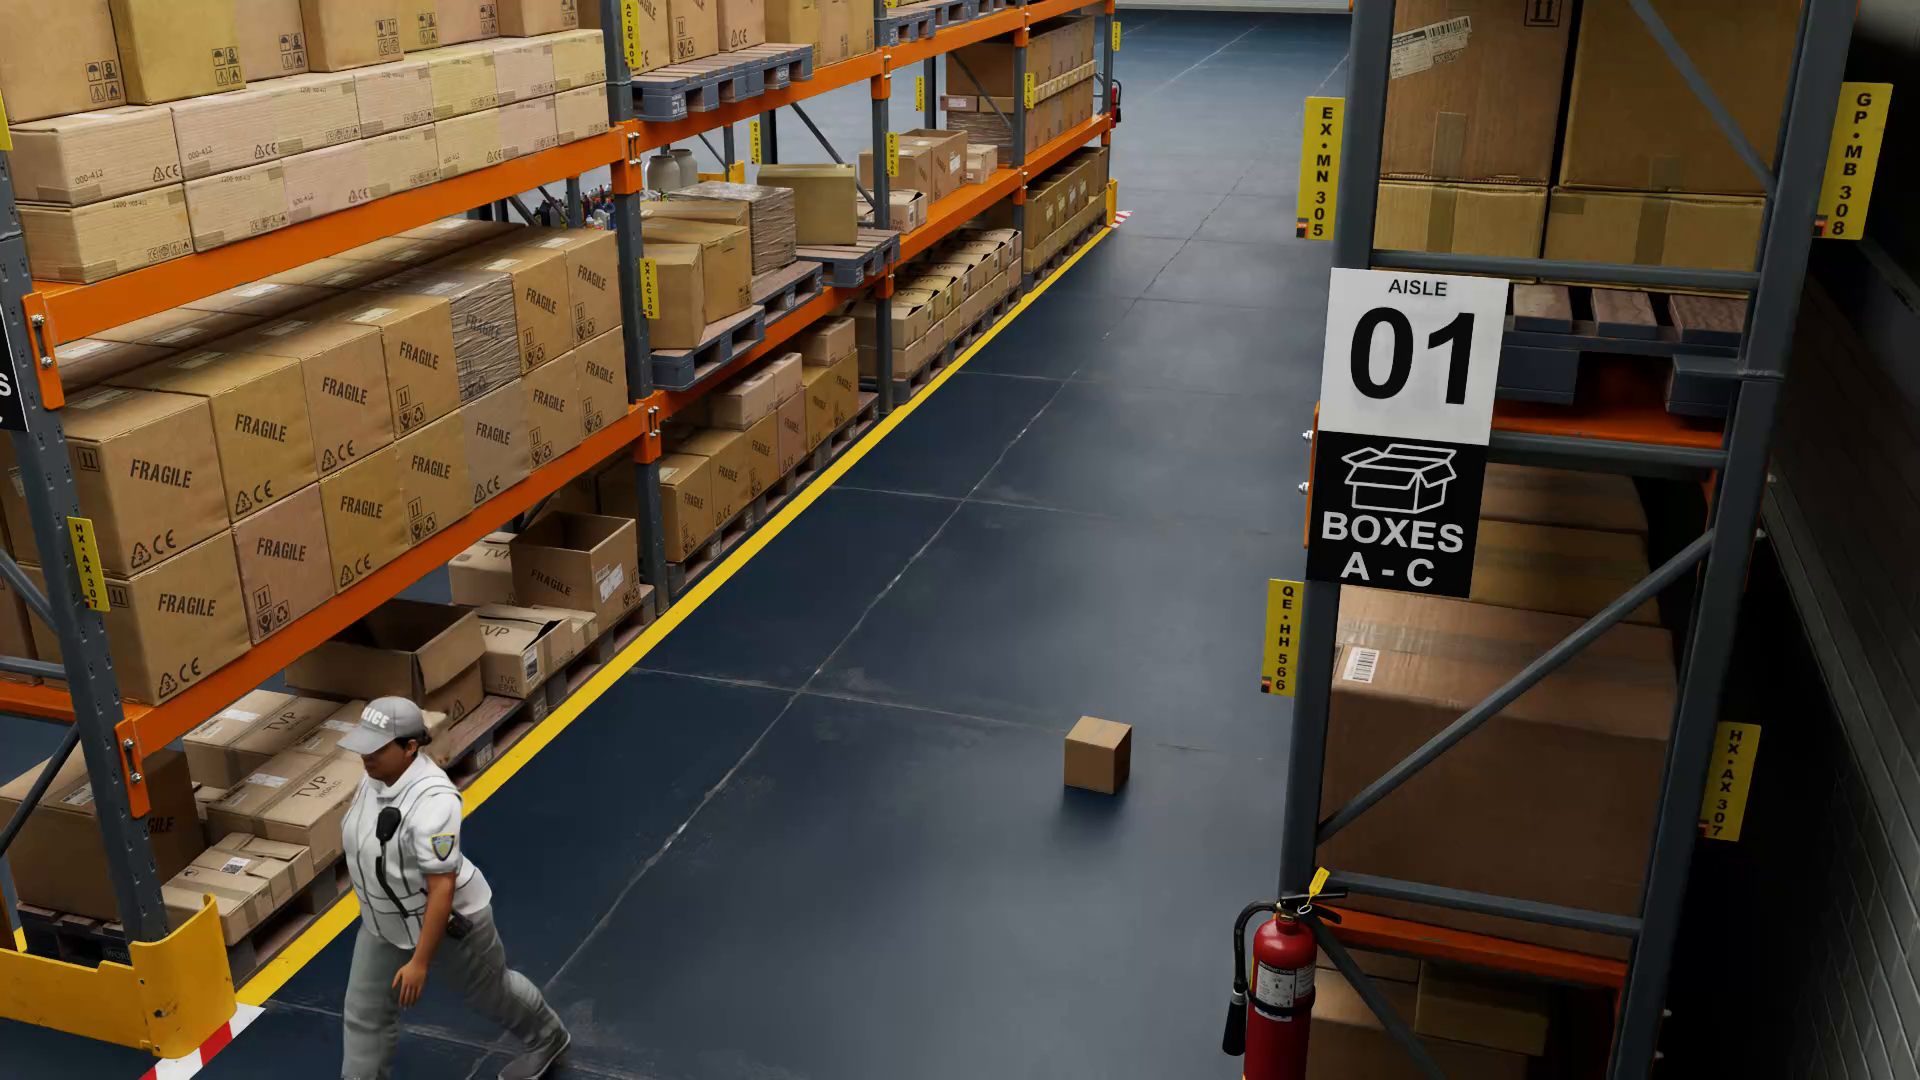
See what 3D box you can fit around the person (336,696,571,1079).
[{"bbox_3d":[-1.814,1.254,5.490,0.526,1.602,1.012,17,27,35],"label":"person"}]
